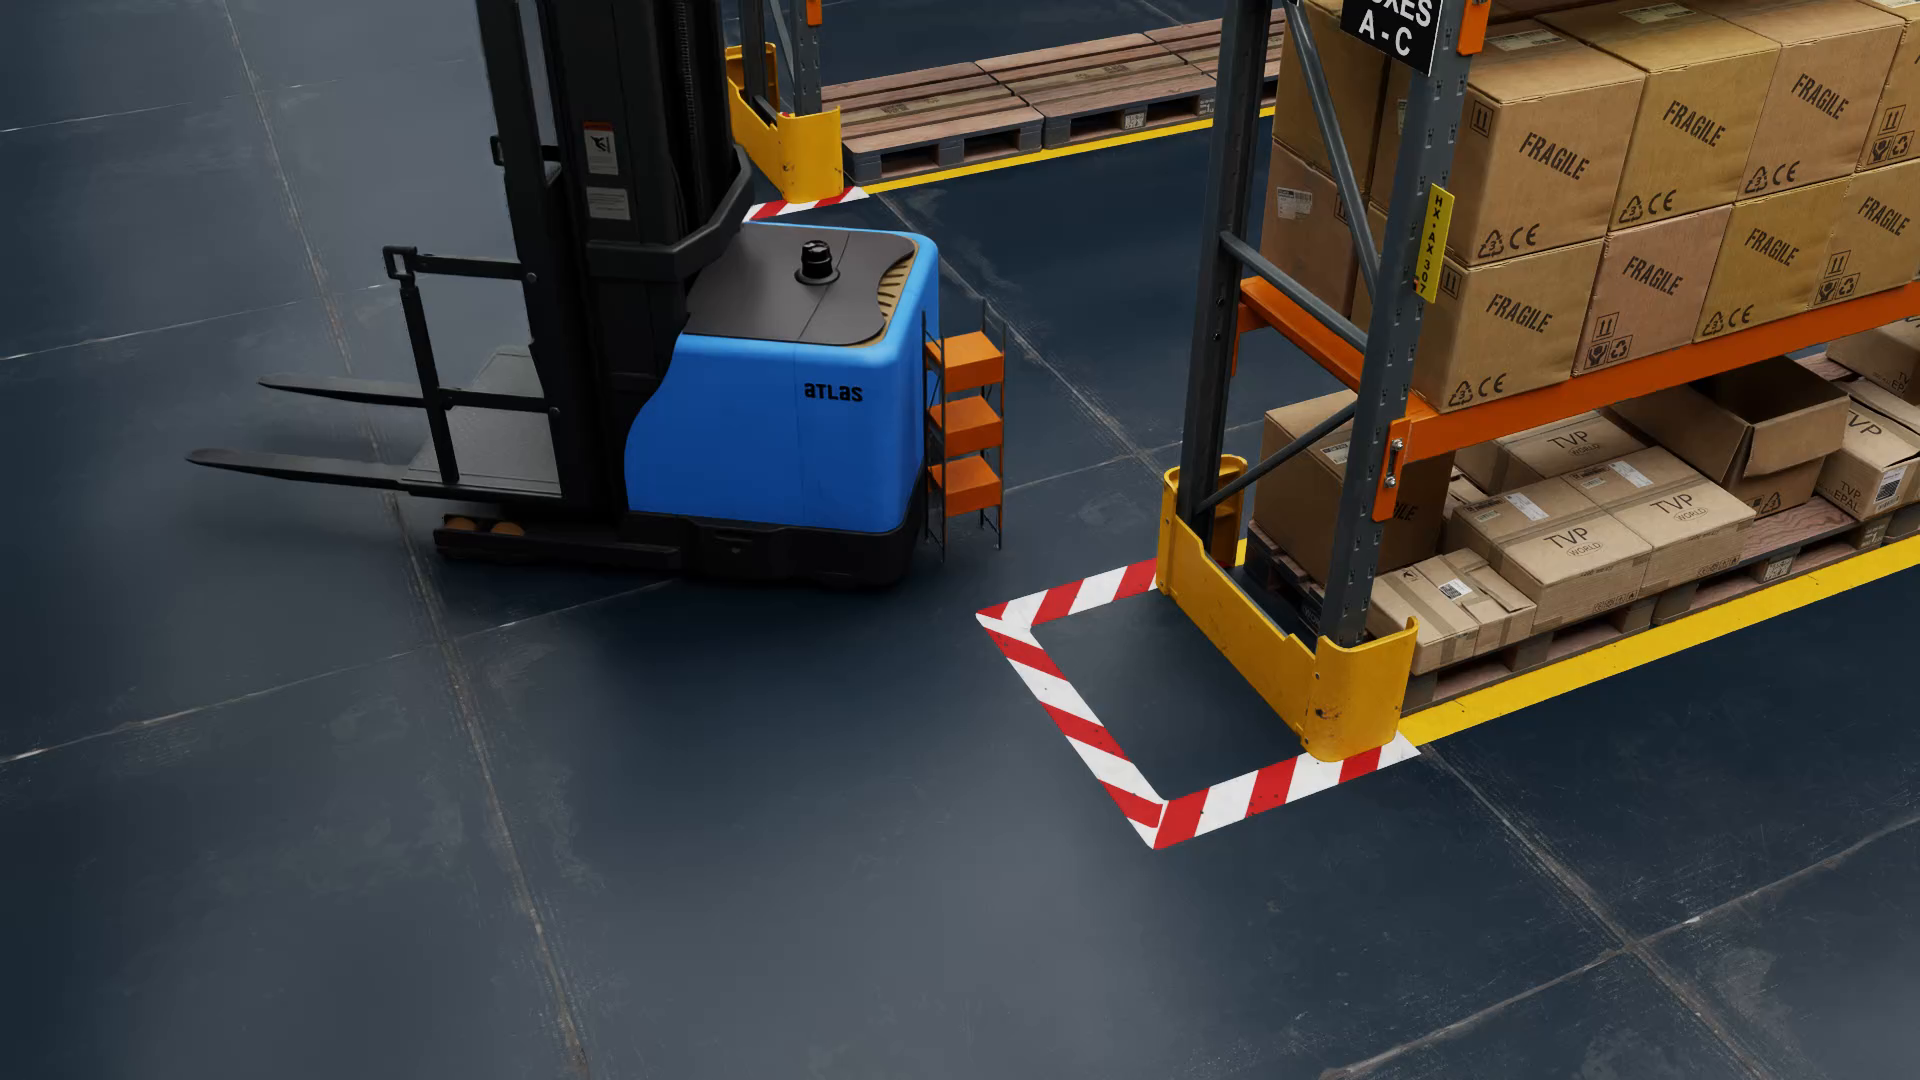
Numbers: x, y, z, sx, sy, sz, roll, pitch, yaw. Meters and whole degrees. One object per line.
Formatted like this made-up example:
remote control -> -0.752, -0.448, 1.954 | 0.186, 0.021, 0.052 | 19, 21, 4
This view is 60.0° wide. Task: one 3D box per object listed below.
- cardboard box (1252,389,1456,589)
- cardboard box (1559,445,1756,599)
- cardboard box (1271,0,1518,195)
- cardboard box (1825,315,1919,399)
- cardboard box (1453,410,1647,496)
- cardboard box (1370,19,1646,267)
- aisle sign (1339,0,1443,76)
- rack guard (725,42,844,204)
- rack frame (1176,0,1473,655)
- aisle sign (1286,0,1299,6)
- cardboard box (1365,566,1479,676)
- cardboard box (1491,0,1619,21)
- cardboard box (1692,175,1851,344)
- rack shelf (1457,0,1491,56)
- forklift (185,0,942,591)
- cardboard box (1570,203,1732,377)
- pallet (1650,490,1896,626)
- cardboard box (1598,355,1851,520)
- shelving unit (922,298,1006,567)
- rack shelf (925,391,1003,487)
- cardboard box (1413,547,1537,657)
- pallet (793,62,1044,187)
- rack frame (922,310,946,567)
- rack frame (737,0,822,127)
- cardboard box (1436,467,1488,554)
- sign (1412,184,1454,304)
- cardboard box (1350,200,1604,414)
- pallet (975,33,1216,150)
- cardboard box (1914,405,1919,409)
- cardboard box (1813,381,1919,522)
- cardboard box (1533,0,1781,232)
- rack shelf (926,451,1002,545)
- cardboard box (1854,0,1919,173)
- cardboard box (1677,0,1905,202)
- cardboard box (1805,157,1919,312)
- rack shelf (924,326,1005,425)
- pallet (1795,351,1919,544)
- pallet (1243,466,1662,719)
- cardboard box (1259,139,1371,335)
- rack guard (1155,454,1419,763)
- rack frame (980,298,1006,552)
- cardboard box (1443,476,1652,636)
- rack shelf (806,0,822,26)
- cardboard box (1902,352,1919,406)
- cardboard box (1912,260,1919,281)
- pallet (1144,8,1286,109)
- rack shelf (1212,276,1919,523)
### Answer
cardboard box -> 1.466, -0.209, 6.242 | 0.500, 0.500, 0.500 | -16, 39, -20
cardboard box -> 2.597, -0.076, 6.273 | 0.500, 0.250, 0.500 | -16, 39, -20
cardboard box -> 1.365, -1.468, 5.288 | 0.500, 0.500, 0.500 | -16, 39, -20
cardboard box -> 4.228, -0.885, 7.313 | 0.500, 0.311, 0.500 | -16, 39, -20
cardboard box -> 2.339, -0.333, 6.619 | 0.500, 0.250, 0.500 | -16, 39, -20
cardboard box -> 1.592, -1.177, 4.896 | 0.500, 0.500, 0.500 | -14, 39, -19
aisle sign -> 1.142, -1.634, 4.253 | 0.004, 0.787, 0.394 | -16, 39, -20
rack guard -> -1.039, -2.421, 9.594 | 0.348, 0.500, 1.175 | -16, 39, -20
rack frame -> 1.079, -0.766, 5.264 | 0.127, 3.000, 1.000 | -16, 39, -20
aisle sign -> 0.887, -1.958, 4.689 | 0.004, 0.787, 0.394 | -16, 39, -20
cardboard box -> 1.604, 0.282, 5.875 | 0.250, 0.149, 0.380 | -16, 39, -20
cardboard box -> 1.822, -1.597, 5.461 | 0.500, 0.500, 0.500 | -15, 39, -19
cardboard box -> 2.513, -1.035, 5.543 | 0.500, 0.500, 0.500 | -16, 39, -20
rack shelf -> 2.889, -2.188, 5.267 | 4.000, 0.370, 1.077 | -16, 39, -20
forklift -> -1.636, -1.386, 6.158 | 3.031, 2.935, 1.130 | 5, 37, 7
cardboard box -> 2.057, -0.909, 5.374 | 0.500, 0.500, 0.500 | -16, 39, -20
pallet -> 2.972, -0.173, 6.807 | 1.213, 0.211, 1.003 | -16, 39, -20
cardboard box -> 3.001, -0.474, 6.597 | 0.637, 0.503, 0.797 | -16, 39, -20
shelving unit -> 0.014, -0.400, 6.407 | 0.252, 1.050, 0.215 | -14, 39, -19
rack shelf -> 0.014, -0.391, 6.414 | 0.240, 0.259, 0.215 | -14, 39, -19
cardboard box -> 1.830, 0.212, 5.956 | 0.250, 0.166, 0.380 | -16, 39, -20
pallet -> -0.259, -2.506, 9.951 | 1.213, 0.211, 1.003 | -16, 39, -20
rack frame -> -0.098, -0.371, 6.369 | 0.008, 1.050, 0.200 | -14, 39, -19
rack frame -> -1.023, -3.438, 8.867 | 0.127, 3.000, 1.000 | -16, 39, -20
cardboard box -> 1.871, -0.129, 6.415 | 0.250, 0.166, 0.380 | -16, 39, -20
sign -> 1.309, -0.821, 4.612 | 0.005, 0.325, 0.100 | -16, 39, -20
cardboard box -> 1.592, -0.776, 5.194 | 0.500, 0.500, 0.500 | -15, 39, -19
pallet -> 0.843, -2.812, 10.364 | 1.213, 0.211, 1.003 | -16, 39, -20
cardboard box -> 3.991, -0.385, 6.775 | 0.250, 0.149, 0.380 | -16, 39, -20
cardboard box -> 3.626, -0.388, 6.643 | 0.500, 0.311, 0.500 | -16, 39, -20
cardboard box -> 2.062, -1.314, 5.080 | 0.500, 0.500, 0.500 | -15, 39, -19
rack shelf -> 0.014, -0.168, 6.579 | 0.240, 0.259, 0.215 | -14, 39, -19
cardboard box -> 2.977, -1.567, 5.421 | 0.500, 0.500, 0.500 | -16, 39, -20
cardboard box -> 2.517, -1.438, 5.247 | 0.500, 0.500, 0.500 | -15, 39, -19
cardboard box -> 2.966, -1.160, 5.713 | 0.500, 0.500, 0.500 | -15, 39, -19
rack shelf -> 0.014, -0.619, 6.245 | 0.240, 0.259, 0.215 | -14, 39, -19
pallet -> 4.078, -0.485, 7.226 | 1.213, 0.211, 1.003 | -16, 39, -20
pallet -> 1.869, 0.133, 6.394 | 1.213, 0.211, 1.003 | -16, 39, -20
cardboard box -> 1.369, -1.066, 5.585 | 0.500, 0.500, 0.500 | -14, 39, -19
rack guard -> 1.148, 0.219, 6.035 | 0.348, 0.500, 1.175 | -16, 39, -20
rack frame -> 0.126, -0.428, 6.446 | 0.008, 1.050, 0.200 | -14, 39, -19
cardboard box -> 2.144, 0.051, 6.102 | 0.500, 0.250, 0.500 | -16, 39, -20
rack shelf -> 0.788, -3.655, 9.764 | 4.000, 0.370, 1.077 | -16, 39, -20
cardboard box -> 4.304, -0.654, 6.842 | 0.500, 0.500, 0.500 | -16, 39, -20
cardboard box -> 3.426, -1.291, 5.888 | 0.500, 0.500, 0.500 | -15, 39, -19
pallet -> 1.949, -3.123, 10.784 | 1.213, 0.211, 1.003 | -16, 39, -20
rack shelf -> 2.889, -0.983, 6.161 | 4.000, 0.370, 1.077 | -16, 39, -20
